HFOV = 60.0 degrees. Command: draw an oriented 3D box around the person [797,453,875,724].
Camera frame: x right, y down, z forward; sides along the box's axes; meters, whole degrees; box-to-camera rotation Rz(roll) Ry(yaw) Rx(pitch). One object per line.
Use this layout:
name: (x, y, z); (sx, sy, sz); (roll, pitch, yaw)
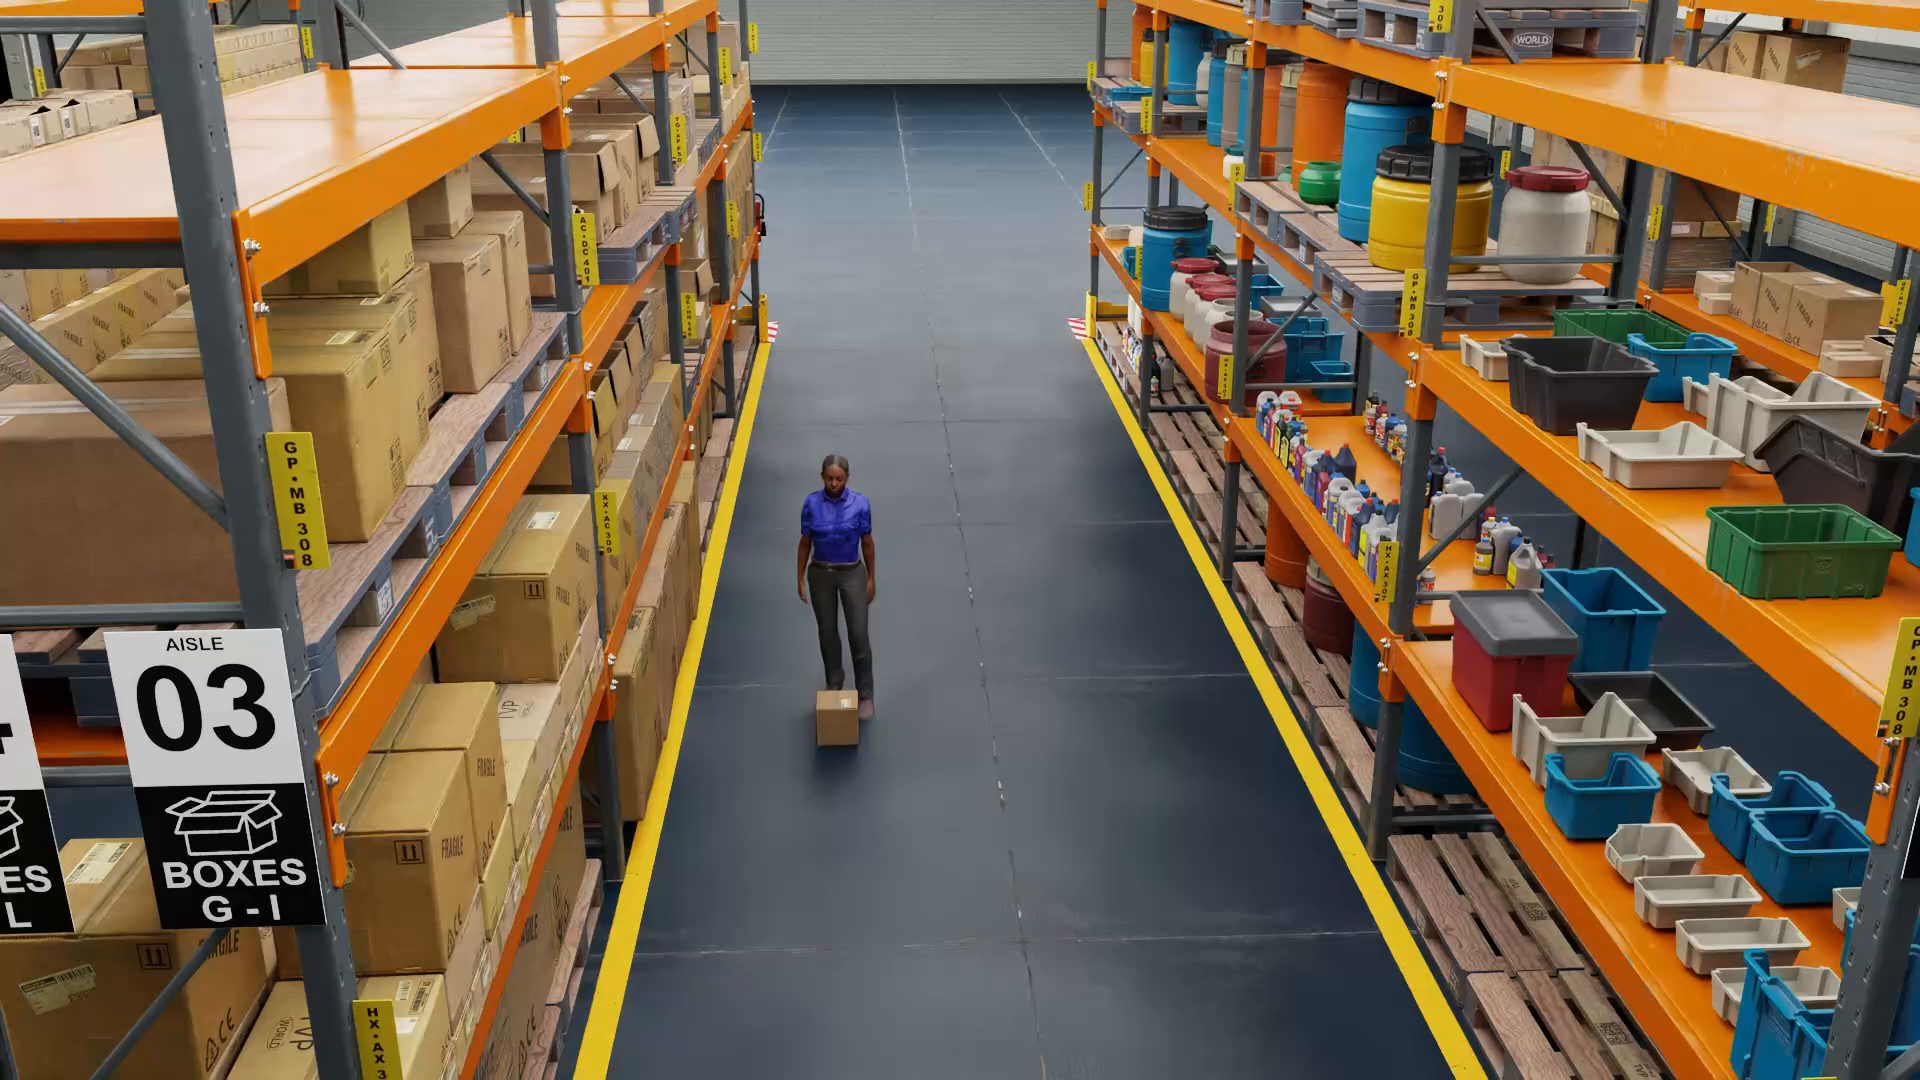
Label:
person: (-0.771, 0.286, 10.318); (0.498, 1.675, 0.480); (1, 21, 3)
